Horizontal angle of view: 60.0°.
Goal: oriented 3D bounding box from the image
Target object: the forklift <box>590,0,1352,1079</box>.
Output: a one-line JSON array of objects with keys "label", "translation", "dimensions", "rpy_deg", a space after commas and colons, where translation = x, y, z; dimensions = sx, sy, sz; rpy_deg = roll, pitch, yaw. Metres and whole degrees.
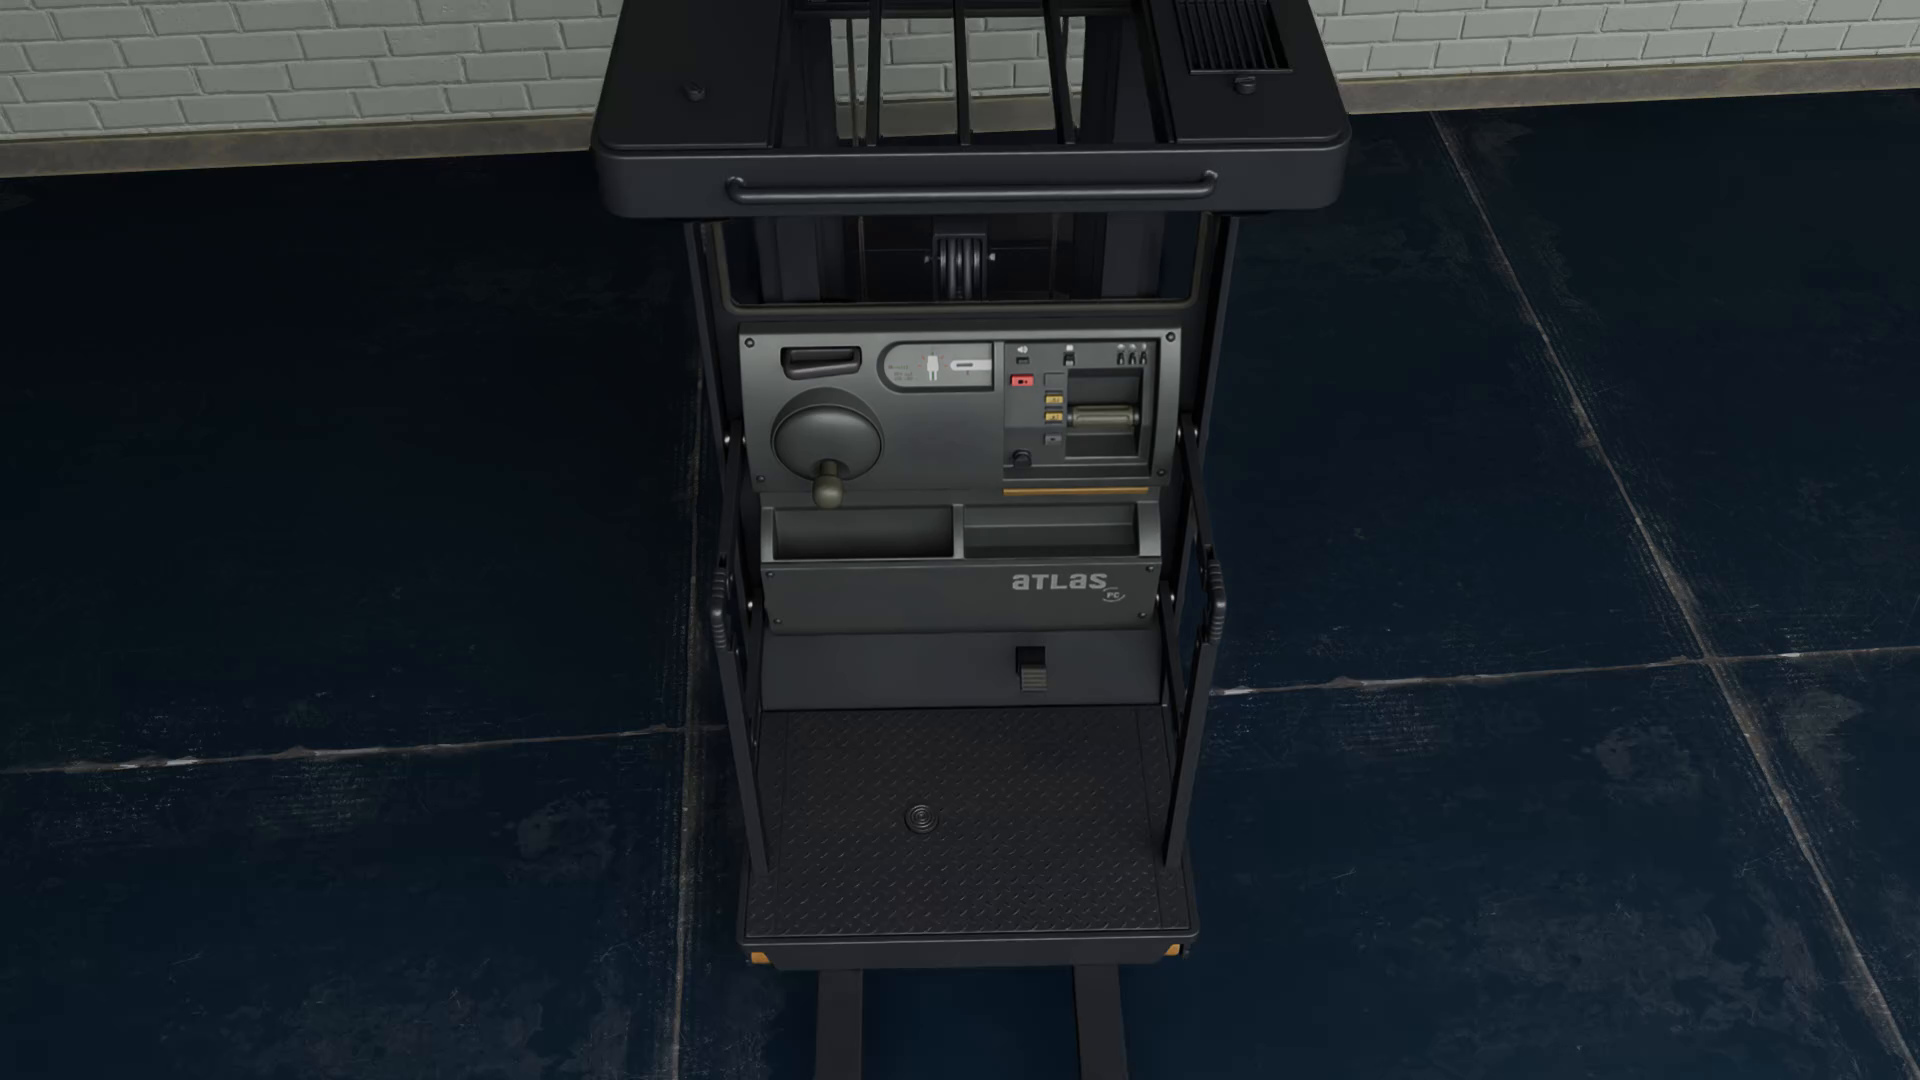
[{"label": "forklift", "translation": [0.009, -0.175, 3.397], "dimensions": [1.130, 2.935, 3.031], "rpy_deg": [-1, 47, -1]}]
